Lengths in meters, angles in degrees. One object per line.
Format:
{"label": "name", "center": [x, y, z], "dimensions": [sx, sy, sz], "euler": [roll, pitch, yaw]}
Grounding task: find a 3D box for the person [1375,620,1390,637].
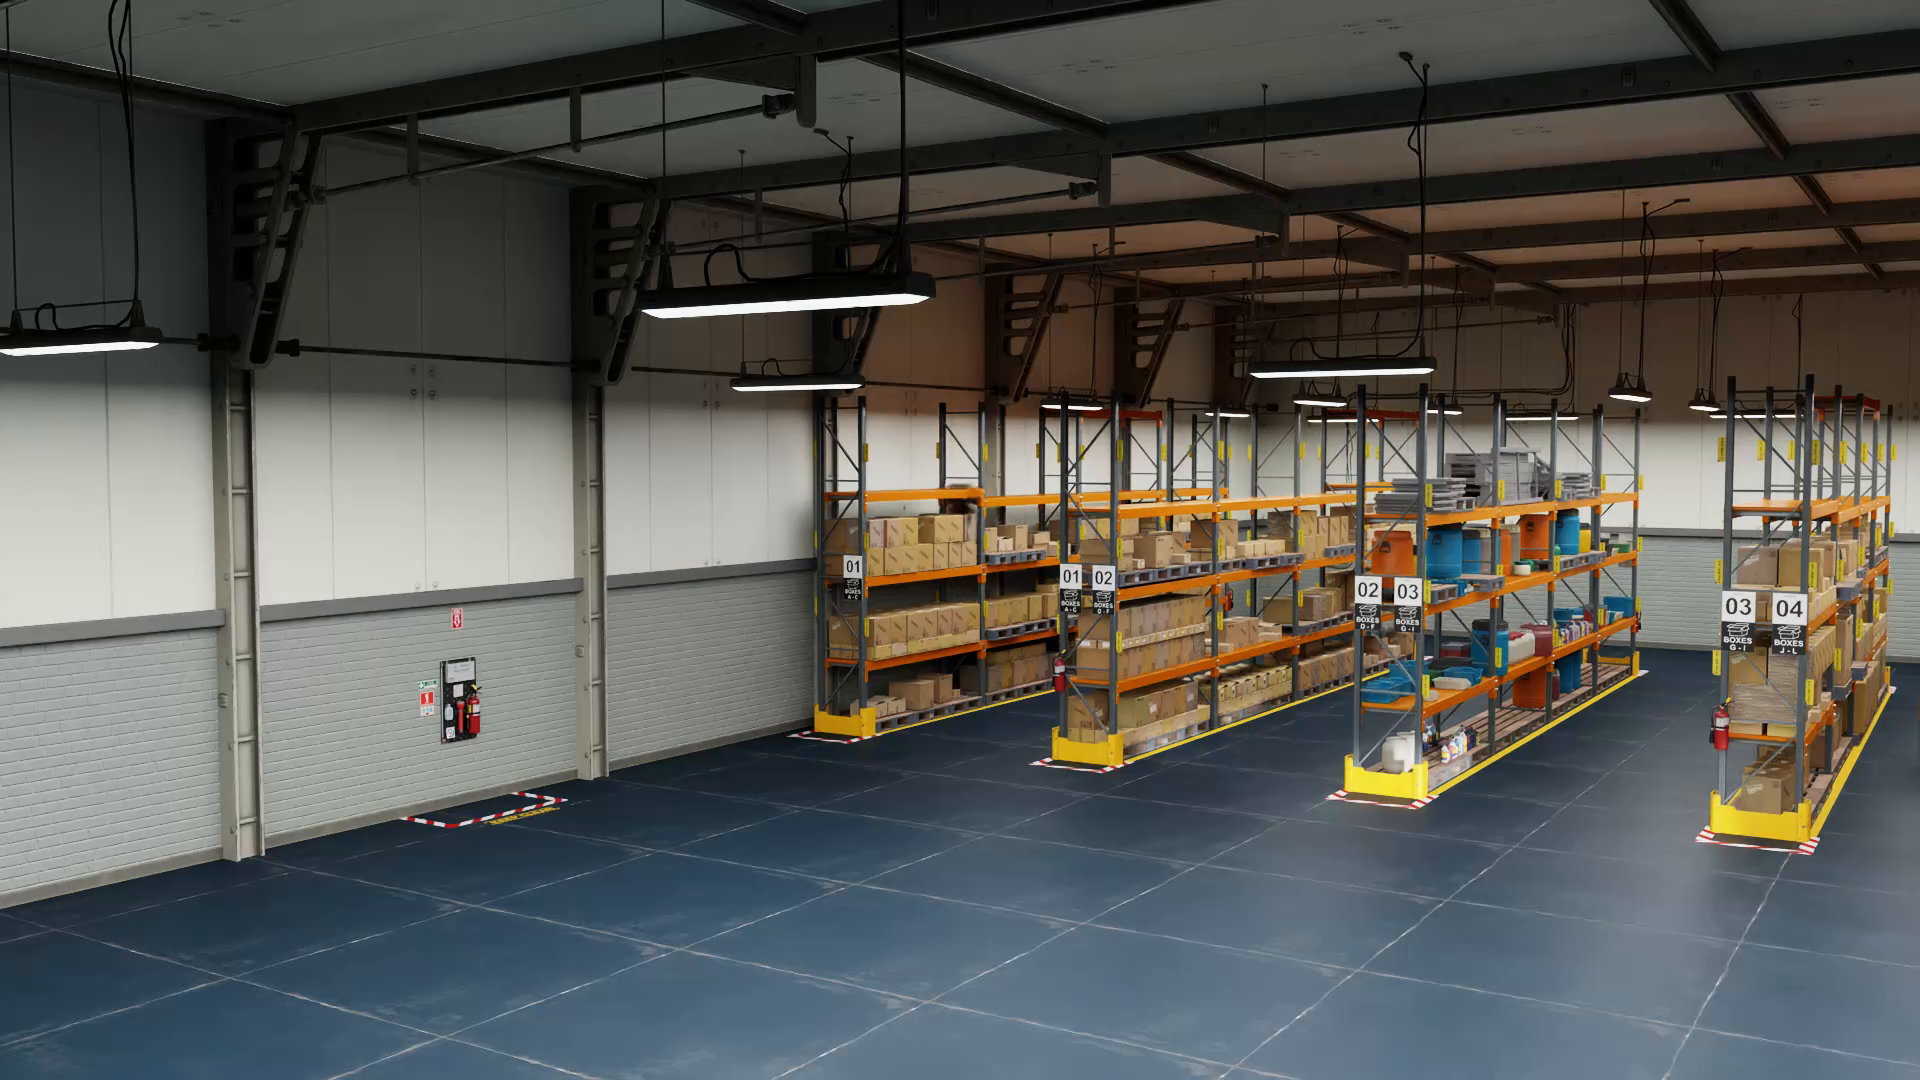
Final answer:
{"label": "person", "center": [10.725, 1.884, 42.446], "dimensions": [0.601, 1.769, 0.480], "euler": [1, 3, 13]}
